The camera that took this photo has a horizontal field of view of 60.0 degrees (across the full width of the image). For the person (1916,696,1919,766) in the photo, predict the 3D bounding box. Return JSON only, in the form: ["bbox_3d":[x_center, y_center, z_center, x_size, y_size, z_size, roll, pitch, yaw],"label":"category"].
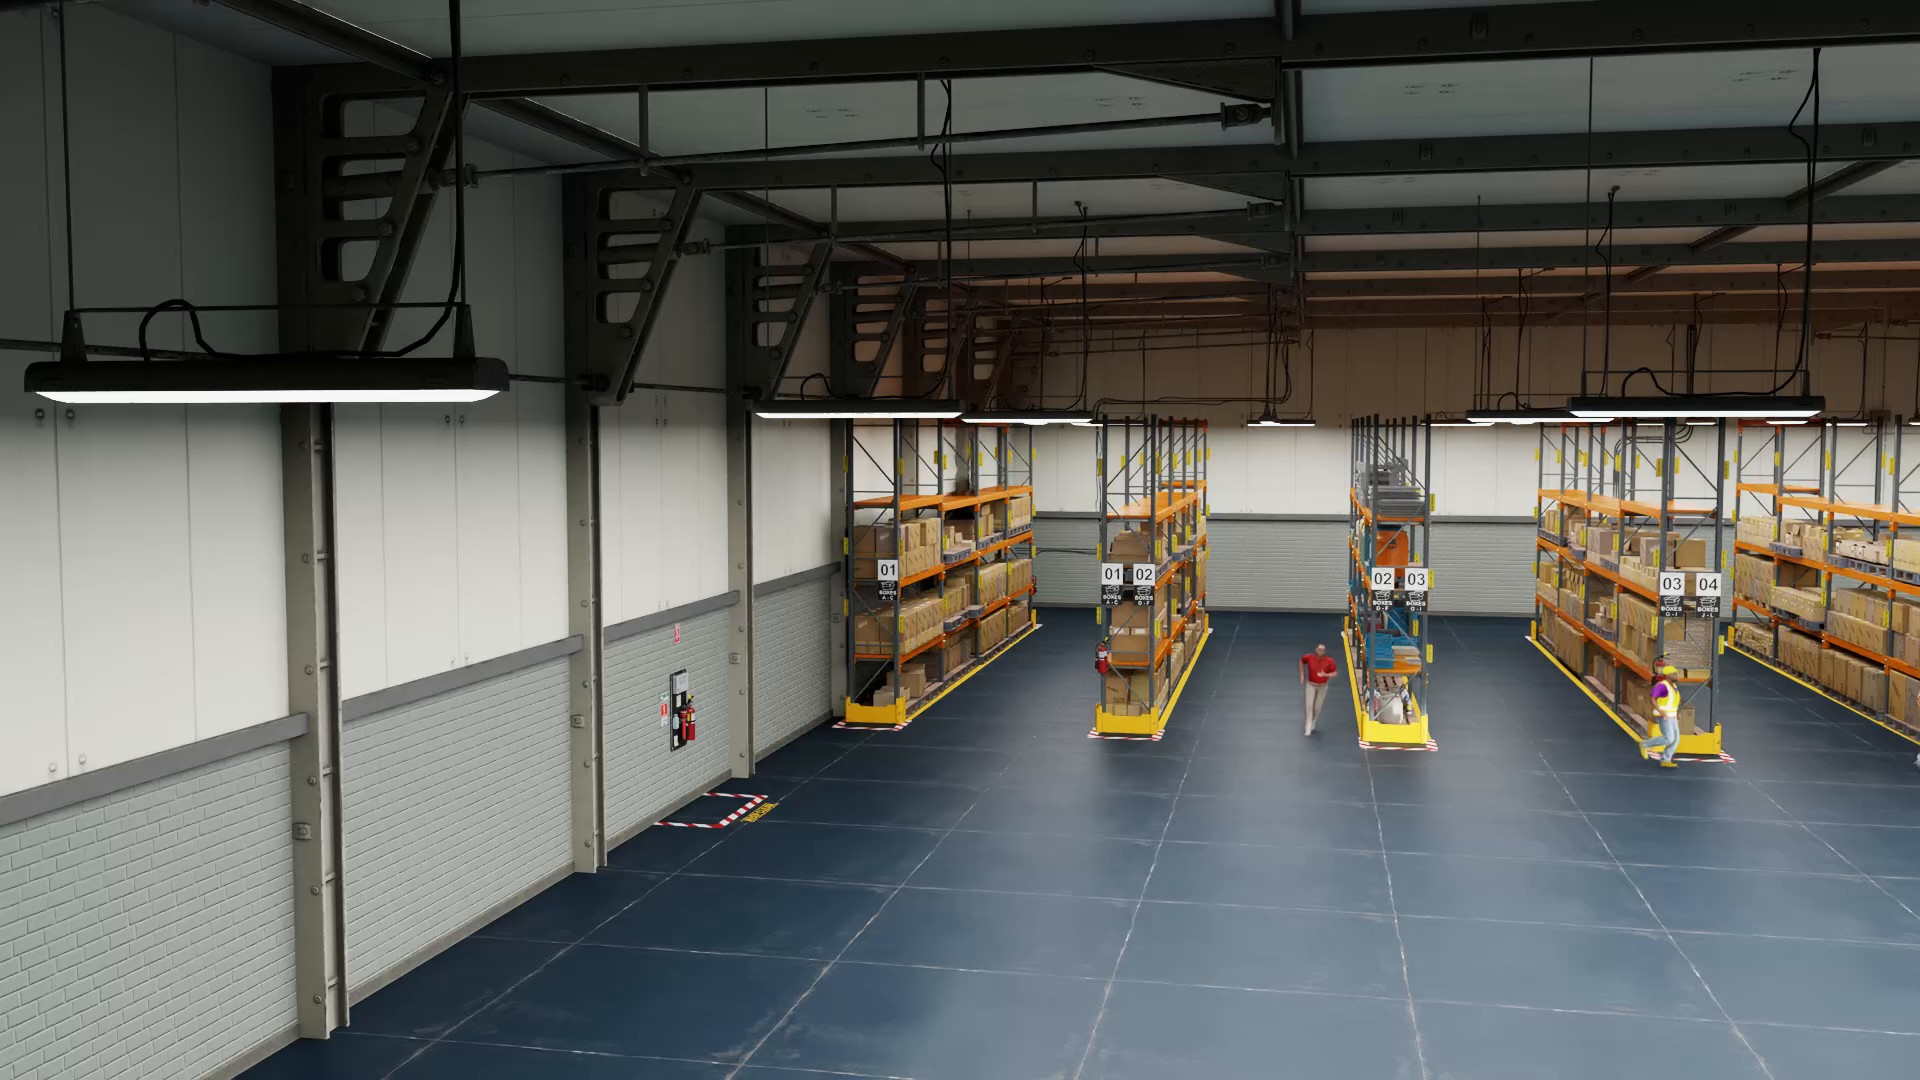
[{"bbox_3d":[16.386,3.066,27.825,0.628,1.690,0.650,-1,4,-19],"label":"person"}]

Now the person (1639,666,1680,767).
[{"bbox_3d":[11.963,2.988,28.322,0.661,1.724,0.733,3,5,41],"label":"person"}]

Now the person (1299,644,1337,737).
[{"bbox_3d":[6.727,2.829,31.296,0.675,1.801,0.848,1,4,8],"label":"person"}]
